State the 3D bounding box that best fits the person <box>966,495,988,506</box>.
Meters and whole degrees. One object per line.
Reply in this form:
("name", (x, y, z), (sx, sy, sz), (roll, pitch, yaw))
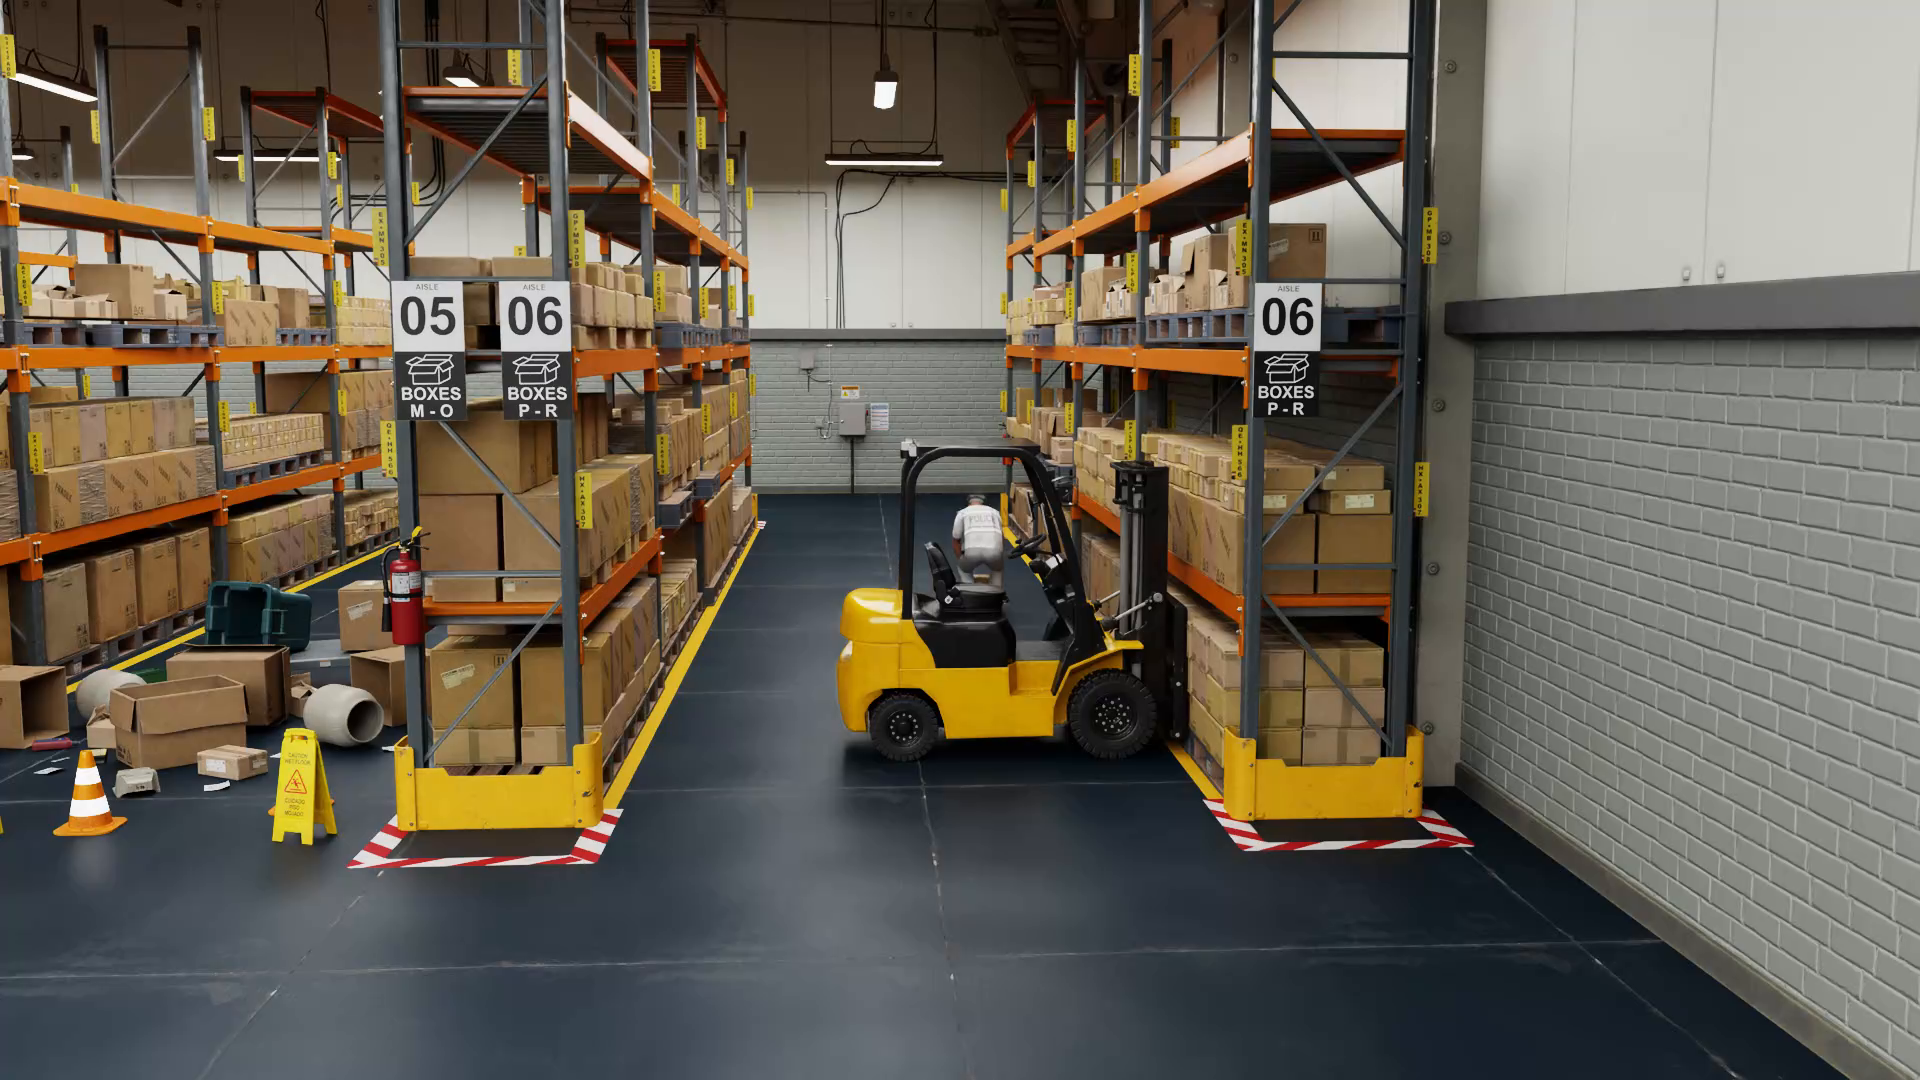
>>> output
("person", (0.244, 0.100, 18.320), (0.430, 1.177, 0.720), (0, 7, 0))
